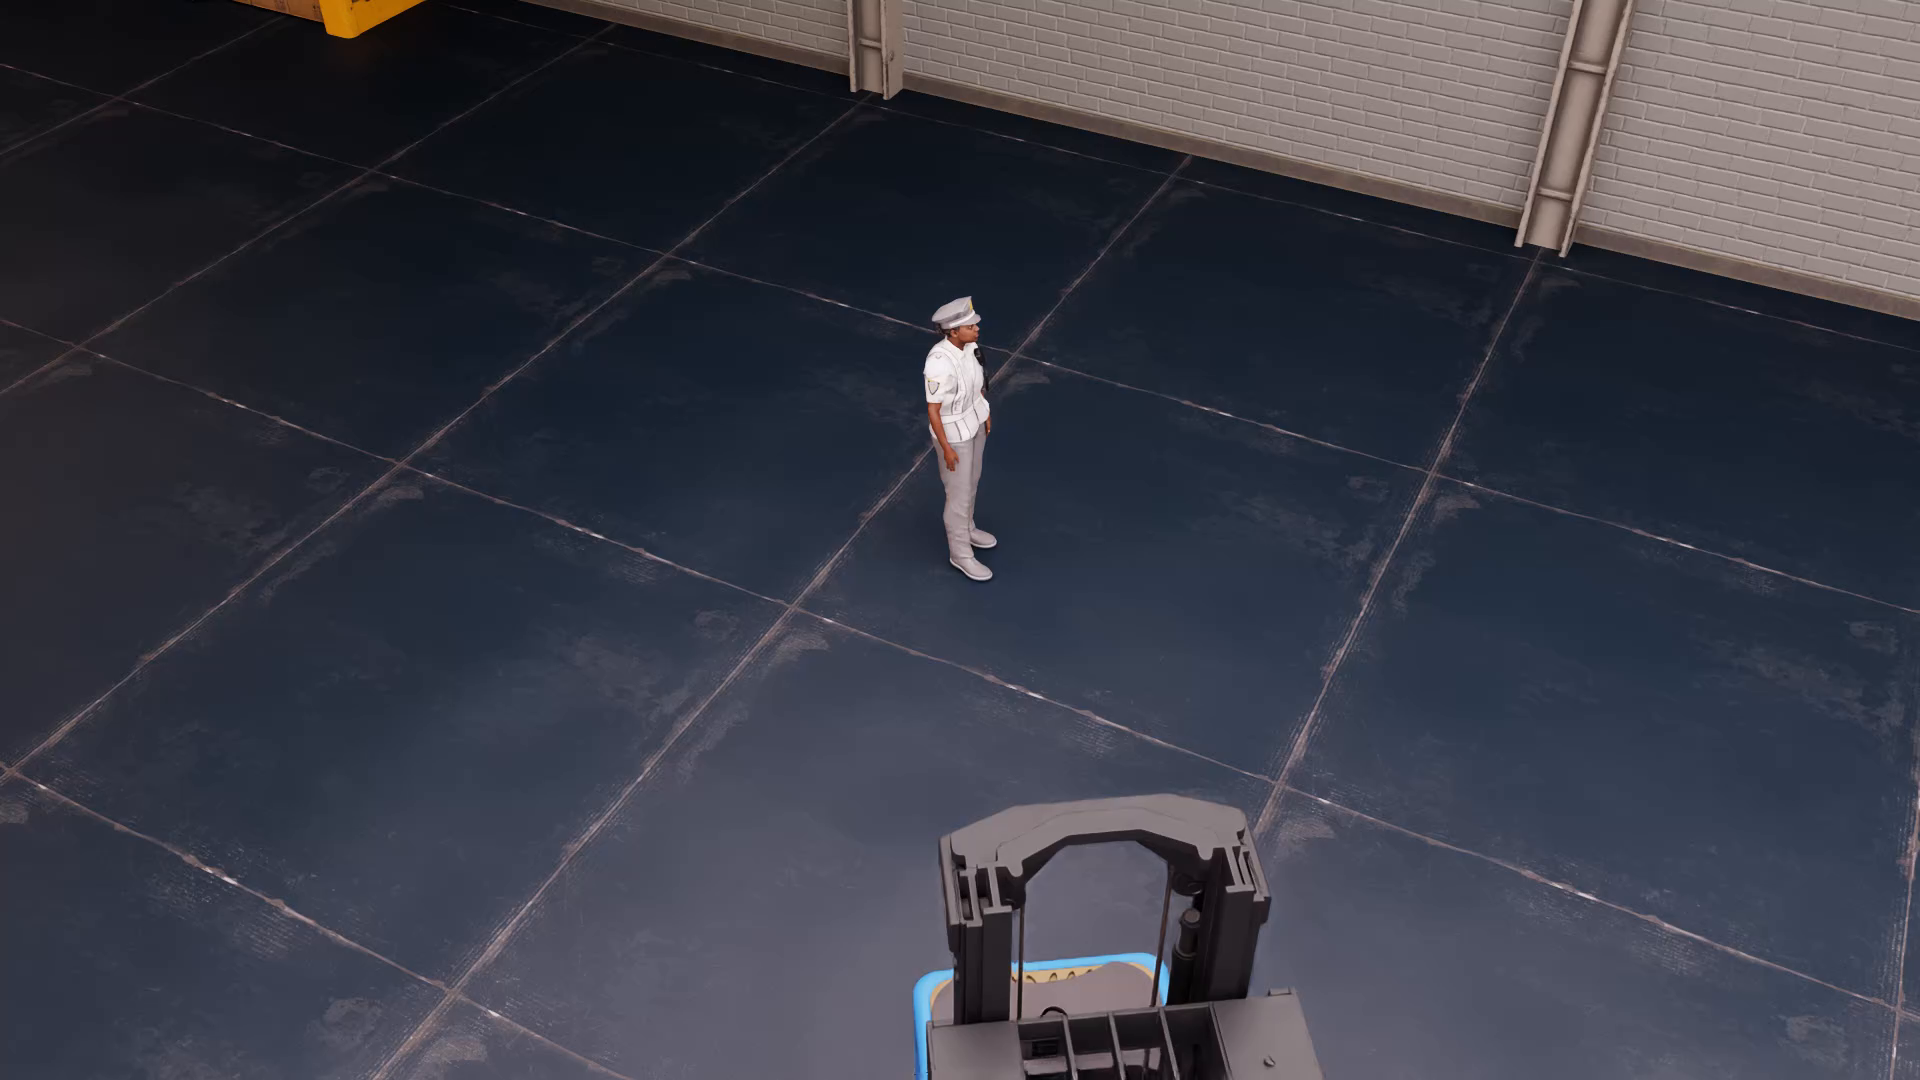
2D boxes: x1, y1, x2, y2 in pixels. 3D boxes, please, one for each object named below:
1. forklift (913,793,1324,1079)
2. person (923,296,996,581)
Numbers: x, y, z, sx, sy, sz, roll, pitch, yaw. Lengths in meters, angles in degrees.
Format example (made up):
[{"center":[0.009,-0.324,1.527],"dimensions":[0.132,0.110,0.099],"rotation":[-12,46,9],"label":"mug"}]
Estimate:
[{"center":[0.473,2.321,5.230],"dimensions":[1.130,2.935,3.031],"rotation":[-4,40,-5],"label":"forklift"},{"center":[0.057,-0.620,9.672],"dimensions":[0.530,1.694,0.569],"rotation":[18,43,21],"label":"person"}]
